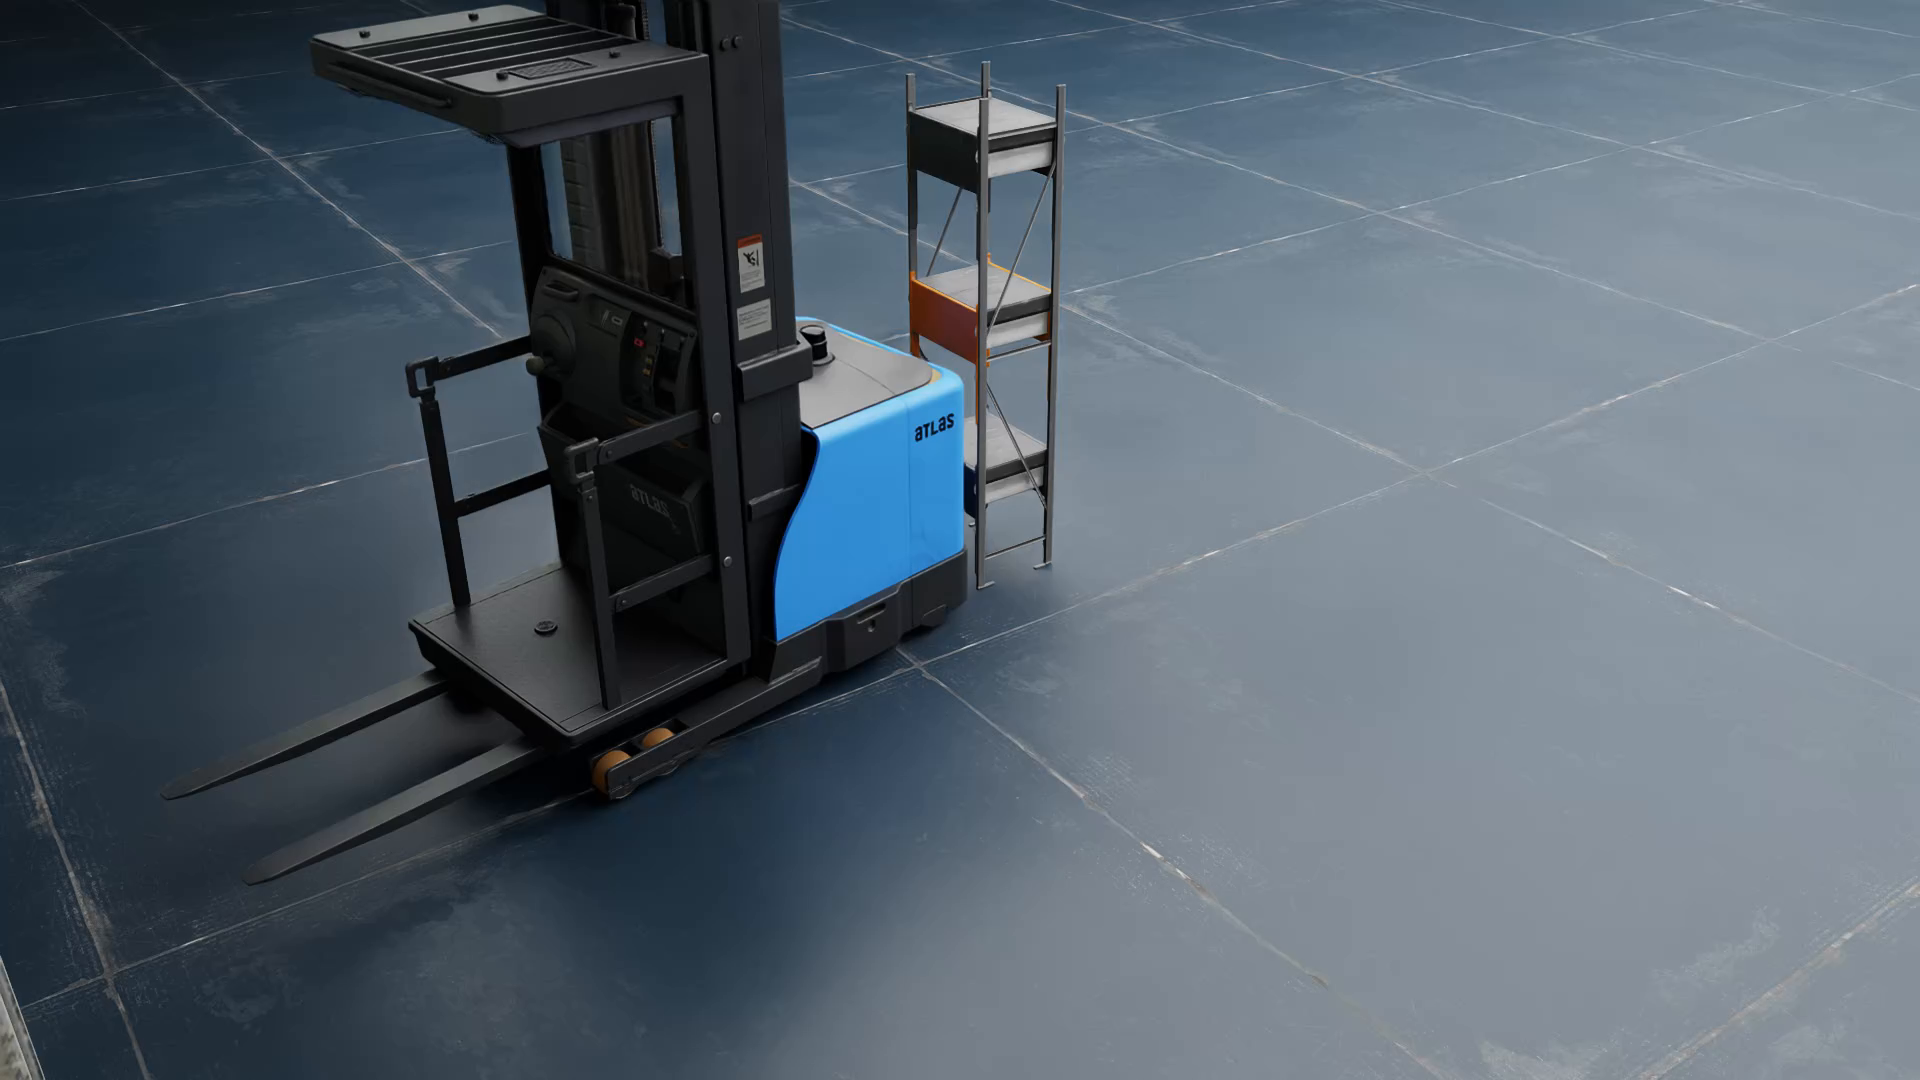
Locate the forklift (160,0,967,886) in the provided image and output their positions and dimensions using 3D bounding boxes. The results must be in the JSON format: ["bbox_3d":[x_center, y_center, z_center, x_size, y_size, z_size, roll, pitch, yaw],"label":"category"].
[{"bbox_3d":[-1.365,-0.653,5.683,1.130,2.935,3.031,25,37,38],"label":"forklift"}]

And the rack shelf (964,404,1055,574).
[{"bbox_3d":[0.096,-0.231,7.272,0.431,0.518,0.480,-19,34,-31],"label":"rack shelf"}]

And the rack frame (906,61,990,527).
[{"bbox_3d":[-0.046,-0.953,7.106,0.400,2.100,0.015,-19,34,-31],"label":"rack frame"}]

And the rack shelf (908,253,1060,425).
[{"bbox_3d":[0.096,-0.846,6.938,0.431,0.518,0.480,-19,34,-31],"label":"rack shelf"}]

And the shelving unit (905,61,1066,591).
[{"bbox_3d":[0.096,-0.858,6.932,0.431,2.100,0.503,-19,34,-31],"label":"shelving unit"}]

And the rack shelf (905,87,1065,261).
[{"bbox_3d":[0.096,-1.461,6.604,0.431,0.518,0.480,-19,34,-31],"label":"rack shelf"}]

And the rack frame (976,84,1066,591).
[{"bbox_3d":[0.238,-0.763,6.757,0.400,2.100,0.015,-19,34,-31],"label":"rack frame"}]
